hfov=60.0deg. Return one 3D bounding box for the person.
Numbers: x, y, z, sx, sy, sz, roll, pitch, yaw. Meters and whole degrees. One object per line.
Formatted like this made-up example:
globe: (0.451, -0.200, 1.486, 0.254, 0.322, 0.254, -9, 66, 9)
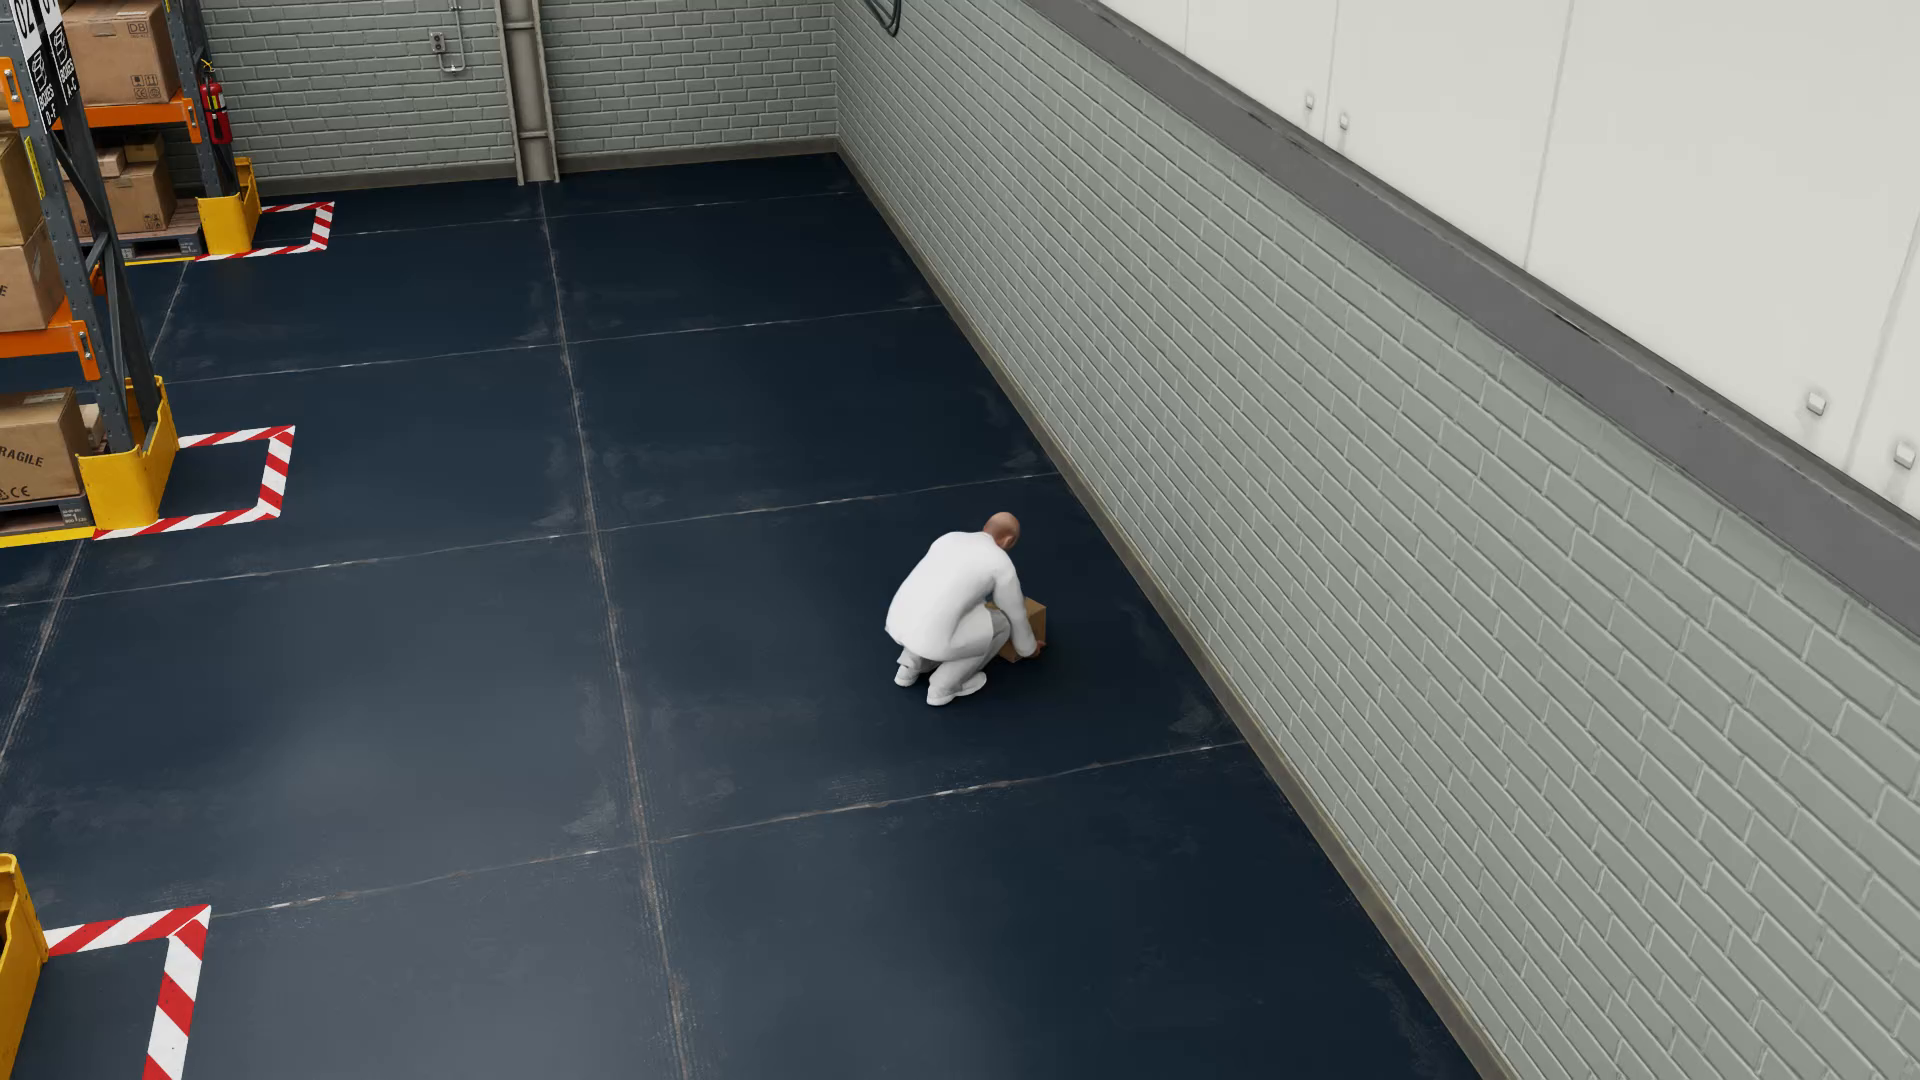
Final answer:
person: (0.015, 0.400, 8.678, 0.932, 0.851, 0.582, -26, 39, -37)
